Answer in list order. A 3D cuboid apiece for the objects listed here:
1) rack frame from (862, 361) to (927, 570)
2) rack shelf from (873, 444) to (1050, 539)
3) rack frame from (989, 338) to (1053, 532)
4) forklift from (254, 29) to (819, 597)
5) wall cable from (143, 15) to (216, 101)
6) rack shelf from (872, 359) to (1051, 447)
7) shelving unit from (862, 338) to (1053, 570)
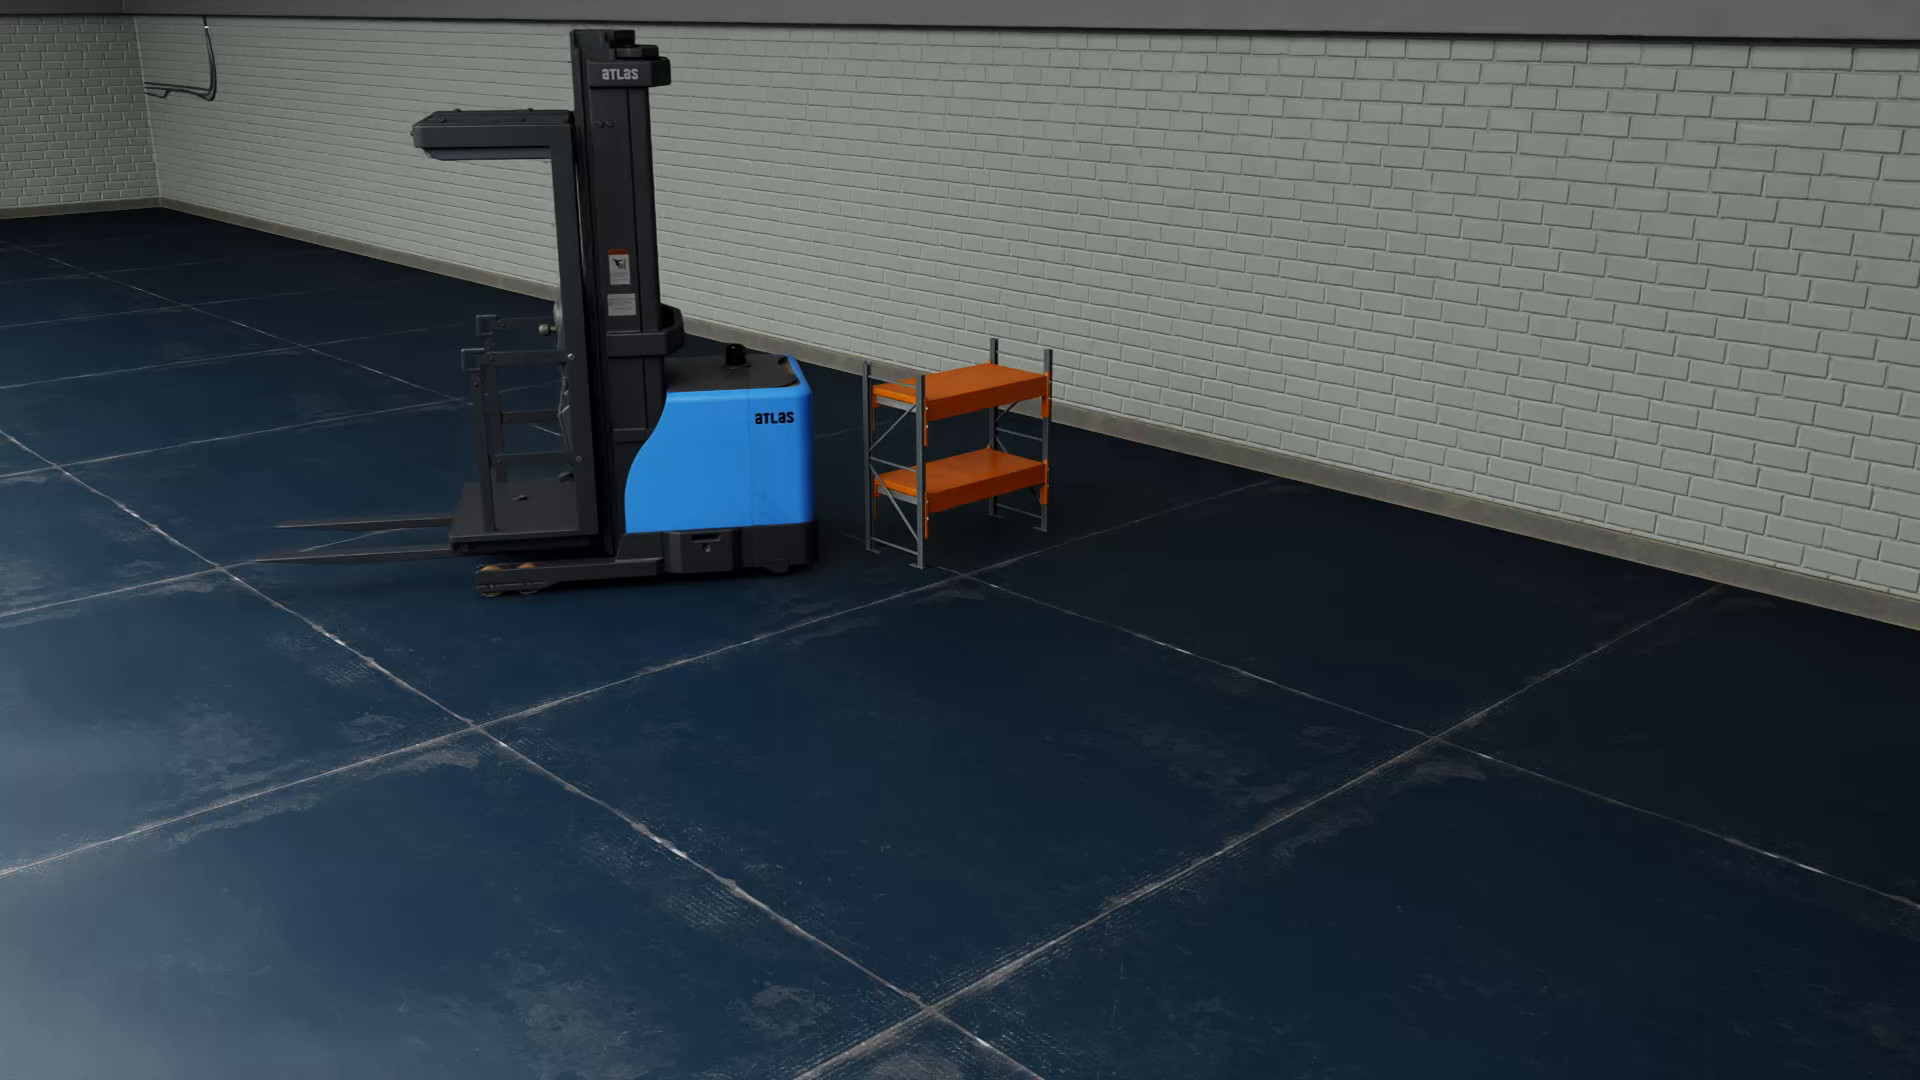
[{"bbox_3d":[-0.374,-0.426,9.475,0.032,1.125,0.500,-16,24,-41],"label":"rack frame"},{"bbox_3d":[-0.005,-0.301,9.882,1.000,0.278,0.538,-16,24,-41],"label":"rack shelf"},{"bbox_3d":[0.364,-0.641,10.139,0.032,1.125,0.500,-16,24,-41],"label":"rack frame"},{"bbox_3d":[-2.368,-1.263,9.129,3.031,2.935,1.130,-3,18,-11],"label":"forklift"},{"bbox_3d":[-11.579,-7.710,24.210,0.112,2.526,3.097,-16,24,-41],"label":"wall cable"},{"bbox_3d":[-0.005,-0.812,9.717,1.000,0.278,0.538,-16,24,-41],"label":"rack shelf"},{"bbox_3d":[-0.005,-0.534,9.807,1.048,1.125,0.538,-16,24,-41],"label":"shelving unit"}]
